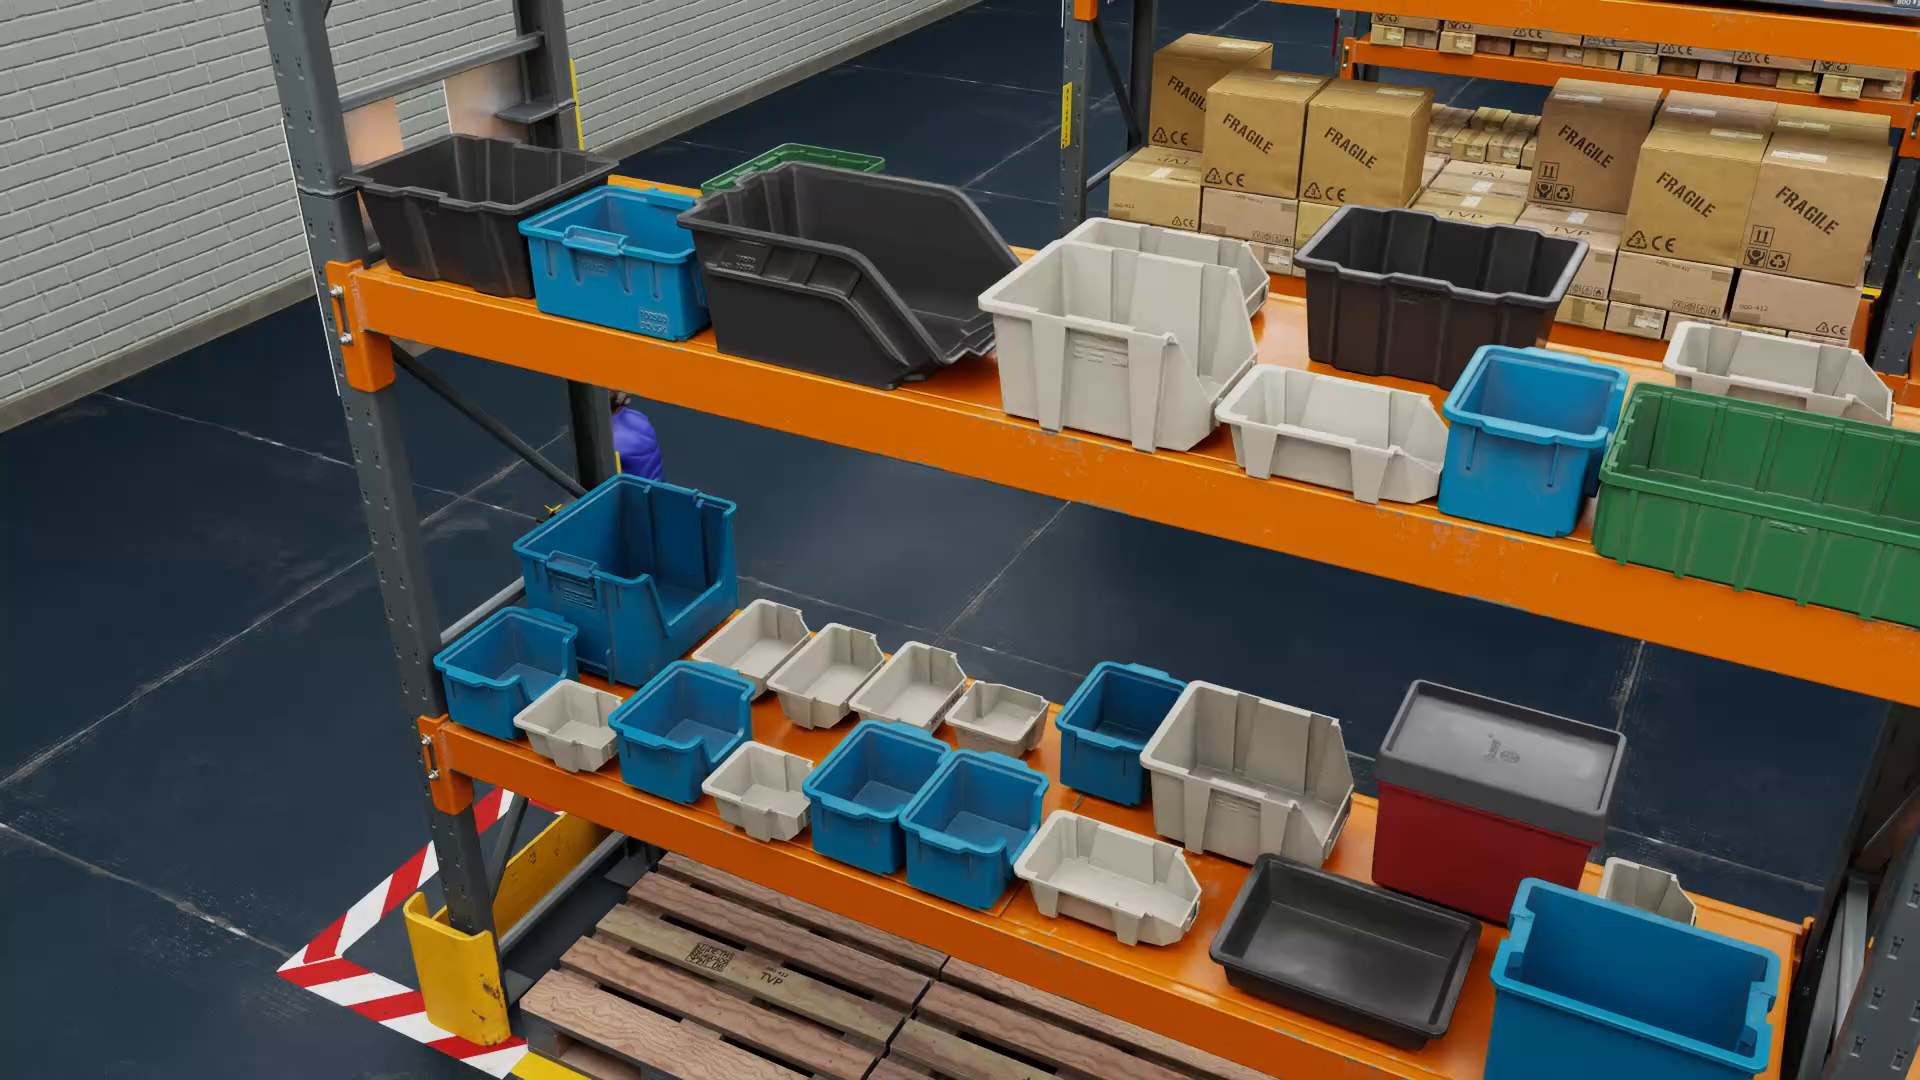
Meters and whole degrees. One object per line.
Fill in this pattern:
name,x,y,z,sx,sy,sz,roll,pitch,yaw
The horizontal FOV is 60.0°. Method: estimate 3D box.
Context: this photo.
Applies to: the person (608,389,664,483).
person,-1.406,0.007,7.124,0.348,1.653,0.516,7,31,12
